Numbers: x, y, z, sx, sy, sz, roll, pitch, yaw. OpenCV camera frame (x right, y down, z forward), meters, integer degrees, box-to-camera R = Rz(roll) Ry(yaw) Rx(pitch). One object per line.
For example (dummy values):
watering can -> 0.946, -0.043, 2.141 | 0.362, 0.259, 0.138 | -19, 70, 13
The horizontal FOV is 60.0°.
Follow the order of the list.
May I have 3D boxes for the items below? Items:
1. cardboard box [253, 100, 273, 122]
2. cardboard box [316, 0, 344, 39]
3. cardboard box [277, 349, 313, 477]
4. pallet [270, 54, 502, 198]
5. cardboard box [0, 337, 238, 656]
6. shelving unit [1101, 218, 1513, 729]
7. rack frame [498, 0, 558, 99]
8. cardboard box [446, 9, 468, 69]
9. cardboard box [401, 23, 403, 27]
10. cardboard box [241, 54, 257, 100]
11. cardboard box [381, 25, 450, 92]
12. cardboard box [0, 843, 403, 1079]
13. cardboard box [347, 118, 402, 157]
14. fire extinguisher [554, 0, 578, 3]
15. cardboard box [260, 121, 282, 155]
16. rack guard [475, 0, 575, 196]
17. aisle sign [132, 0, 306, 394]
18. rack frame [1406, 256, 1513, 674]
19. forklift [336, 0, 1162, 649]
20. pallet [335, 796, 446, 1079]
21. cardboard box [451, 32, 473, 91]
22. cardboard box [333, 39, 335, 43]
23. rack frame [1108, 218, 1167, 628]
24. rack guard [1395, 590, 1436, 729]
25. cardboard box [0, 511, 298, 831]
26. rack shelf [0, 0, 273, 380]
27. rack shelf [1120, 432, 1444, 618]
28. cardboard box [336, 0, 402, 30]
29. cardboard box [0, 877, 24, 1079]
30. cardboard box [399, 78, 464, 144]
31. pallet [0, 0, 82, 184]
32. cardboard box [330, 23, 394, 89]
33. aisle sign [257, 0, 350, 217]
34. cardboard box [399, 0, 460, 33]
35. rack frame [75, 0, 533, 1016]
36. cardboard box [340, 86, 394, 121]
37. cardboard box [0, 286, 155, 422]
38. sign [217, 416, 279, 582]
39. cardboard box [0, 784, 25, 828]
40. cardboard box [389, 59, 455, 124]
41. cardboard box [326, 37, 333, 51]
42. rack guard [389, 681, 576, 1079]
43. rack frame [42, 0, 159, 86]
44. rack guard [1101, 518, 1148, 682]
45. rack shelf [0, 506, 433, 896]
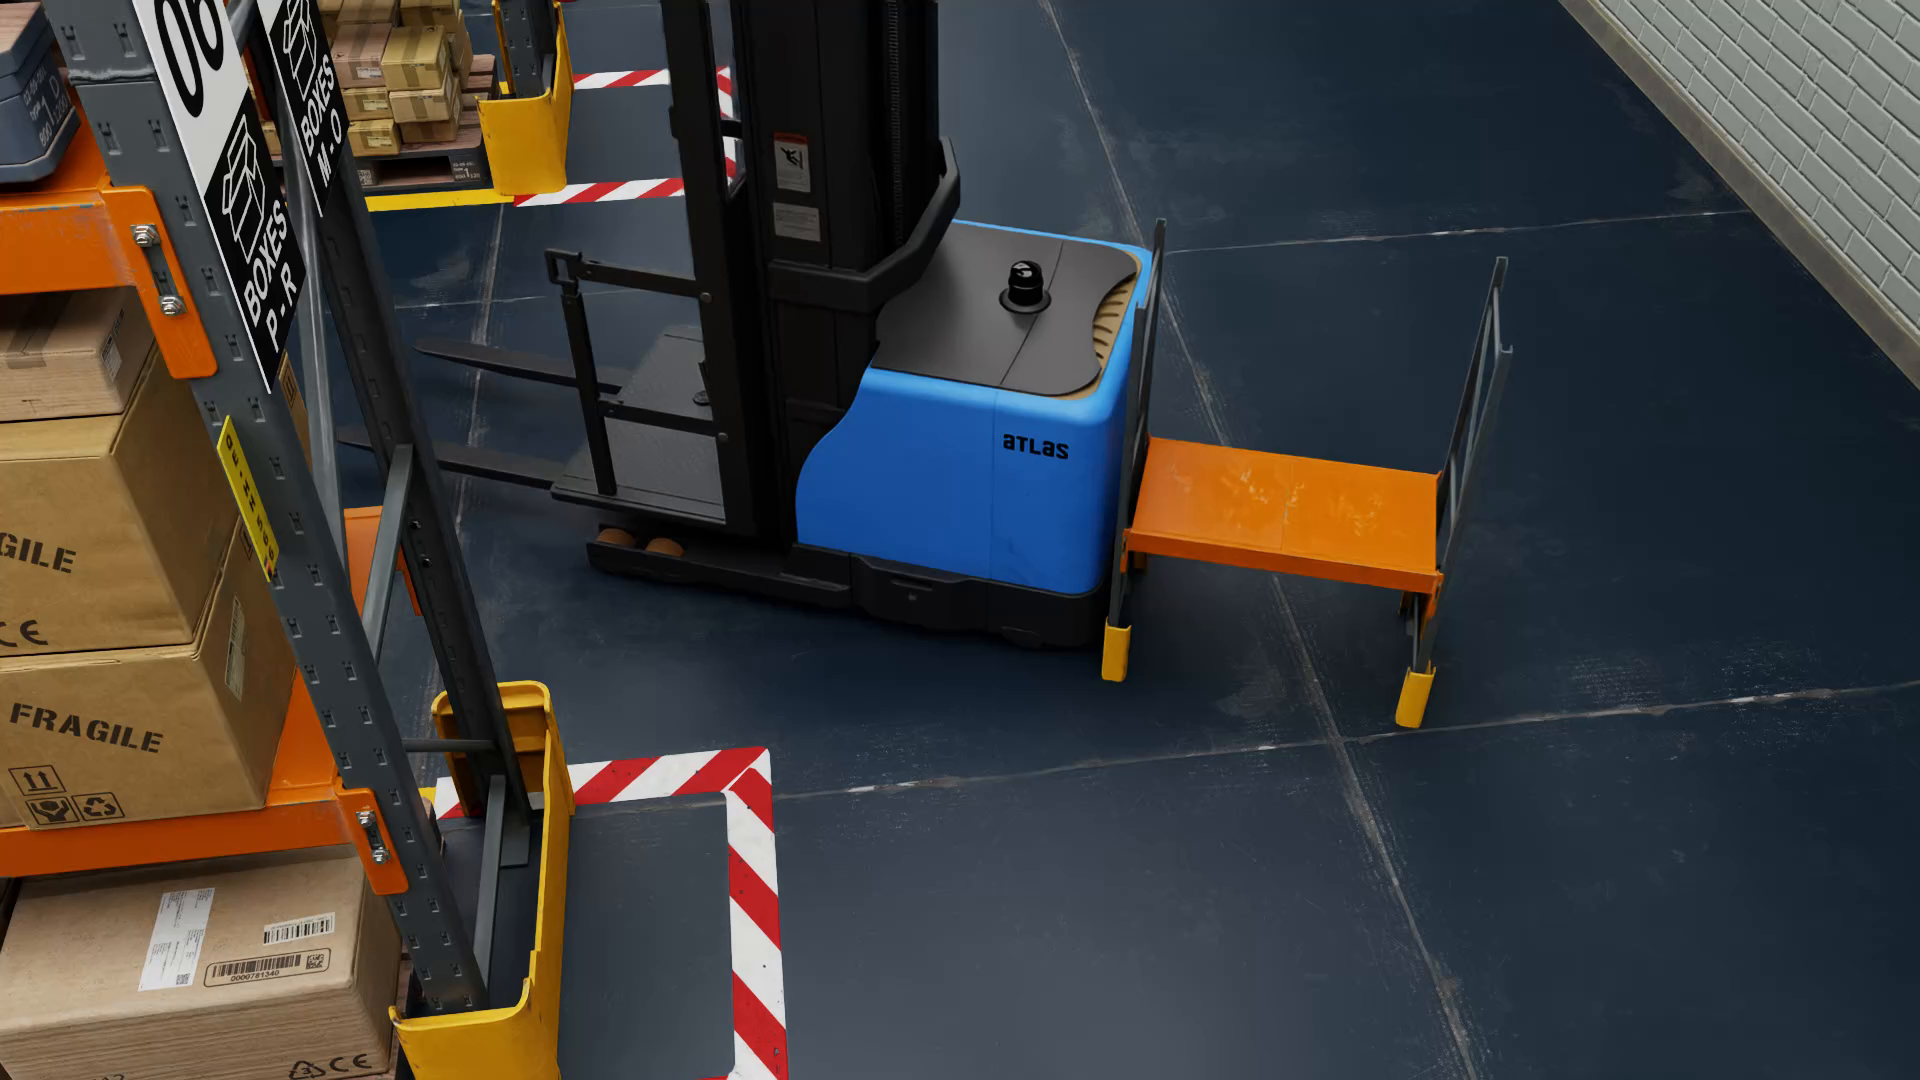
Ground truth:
cardboard box -> -3.383, -2.167, 8.005 | 0.250, 0.149, 0.380 | -5, 42, -6
cardboard box -> -3.189, -2.653, 8.323 | 0.250, 0.149, 0.380 | -5, 42, -6
cardboard box -> -1.873, -0.103, 4.050 | 0.500, 0.500, 0.500 | -5, 42, -6
pallet -> -2.987, -2.106, 8.428 | 1.213, 0.211, 1.003 | -5, 42, -6
cardboard box -> -1.807, -0.125, 3.328 | 0.500, 0.500, 0.500 | -4, 42, -4
shelving unit -> 1.073, -0.194, 5.345 | 1.083, 1.500, 0.587 | 8, 43, 9
rack frame -> -2.101, -3.196, 7.553 | 0.127, 3.000, 1.000 | -5, 42, -6
cardboard box -> -2.654, -2.528, 8.406 | 0.250, 0.149, 0.380 | -3, 42, -4
cardboard box -> -2.933, -2.542, 8.422 | 0.250, 0.149, 0.380 | -5, 42, -6
cardboard box -> -3.355, -2.229, 7.852 | 0.250, 0.149, 0.380 | -7, 42, -7
cardboard box -> -2.594, -2.300, 7.931 | 0.250, 0.149, 0.380 | -5, 42, -5
cardboard box -> -2.001, 1.002, 4.499 | 0.875, 0.438, 0.875 | -6, 42, -7
cardboard box -> -2.838, -2.019, 8.064 | 0.250, 0.149, 0.380 | -4, 42, -4
fire extinguisher -> -1.792, -2.744, 7.388 | 0.183, 0.674, 0.296 | -5, 42, -6
cardboard box -> -3.354, -2.023, 8.068 | 0.250, 0.149, 0.380 | -5, 42, -5
rack guard -> -2.177, -2.261, 8.383 | 0.348, 0.500, 1.175 | -5, 42, -6
aisle sign -> -1.248, -0.683, 2.826 | 0.004, 0.787, 0.394 | -5, 42, -6
rack frame -> 1.561, -0.123, 5.266 | 0.032, 1.500, 0.500 | 8, 43, 9
forklift -> -0.860, -1.260, 5.459 | 3.031, 2.935, 1.130 | 11, 43, 12
pallet -> -2.142, 1.240, 4.718 | 1.213, 0.211, 1.003 | -5, 42, -6
cardboard box -> -2.662, -2.460, 8.553 | 0.250, 0.149, 0.380 | -4, 42, -5
cardboard box -> -3.164, -2.462, 8.333 | 0.250, 0.149, 0.380 | -4, 42, -5
rack frame -> 0.567, -0.267, 5.426 | 0.032, 1.500, 0.500 | 8, 43, 9
rack guard -> 1.559, 0.341, 5.685 | 0.087, 0.250, 0.587 | 8, 43, 9
cardboard box -> -1.803, 0.264, 3.643 | 0.500, 0.500, 0.500 | -5, 42, -5
rack shelf -> -3.343, -0.590, 2.962 | 4.000, 0.370, 1.077 | -5, 42, -6
rack shelf -> 1.064, -0.061, 5.467 | 1.000, 0.185, 0.538 | 8, 43, 9
cardboard box -> -2.923, -2.590, 8.253 | 0.250, 0.149, 0.380 | -4, 42, -5
cardboard box -> -2.907, 1.087, 4.404 | 0.875, 0.438, 0.875 | -4, 42, -4
cardboard box -> -2.596, -2.109, 8.163 | 0.250, 0.149, 0.380 | -4, 42, -5
pallet -> -2.094, -0.926, 2.864 | 1.213, 0.211, 1.003 | -5, 42, -6
cardboard box -> -2.850, -2.316, 7.949 | 0.250, 0.149, 0.380 | -4, 42, -5
aisle sign -> -1.326, -1.081, 3.268 | 0.004, 0.787, 0.394 | -5, 42, -6
cardboard box -> -2.665, -2.694, 8.368 | 0.250, 0.149, 0.380 | -7, 42, -7
rack frame -> -1.359, 0.083, 3.918 | 0.127, 3.000, 1.000 | -5, 42, -6
cardboard box -> -2.854, -2.181, 8.021 | 0.250, 0.149, 0.380 | -6, 42, -7
cardboard box -> -1.689, -0.402, 3.151 | 0.250, 0.149, 0.380 | -4, 42, -5
sign -> -1.303, -0.073, 3.050 | 0.005, 0.325, 0.100 | -5, 42, -6
cardboard box -> -2.303, 0.297, 3.606 | 0.500, 0.500, 0.500 | -6, 42, -6
cardboard box -> -2.588, -2.168, 8.007 | 0.250, 0.149, 0.380 | -6, 42, -7
cardboard box -> -3.090, -2.209, 7.830 | 0.250, 0.149, 0.380 | -6, 42, -6
rack guard -> -1.336, 1.009, 4.758 | 0.348, 0.500, 1.175 | -5, 42, -6
rack frame -> -1.359, -2.145, 1.909 | 0.127, 3.000, 1.000 | -5, 42, -6
rack guard -> 0.586, 0.200, 5.842 | 0.087, 0.250, 0.587 | 8, 43, 9
rack shelf -> -3.343, 0.524, 3.967 | 4.000, 0.370, 1.077 | -5, 42, -6
